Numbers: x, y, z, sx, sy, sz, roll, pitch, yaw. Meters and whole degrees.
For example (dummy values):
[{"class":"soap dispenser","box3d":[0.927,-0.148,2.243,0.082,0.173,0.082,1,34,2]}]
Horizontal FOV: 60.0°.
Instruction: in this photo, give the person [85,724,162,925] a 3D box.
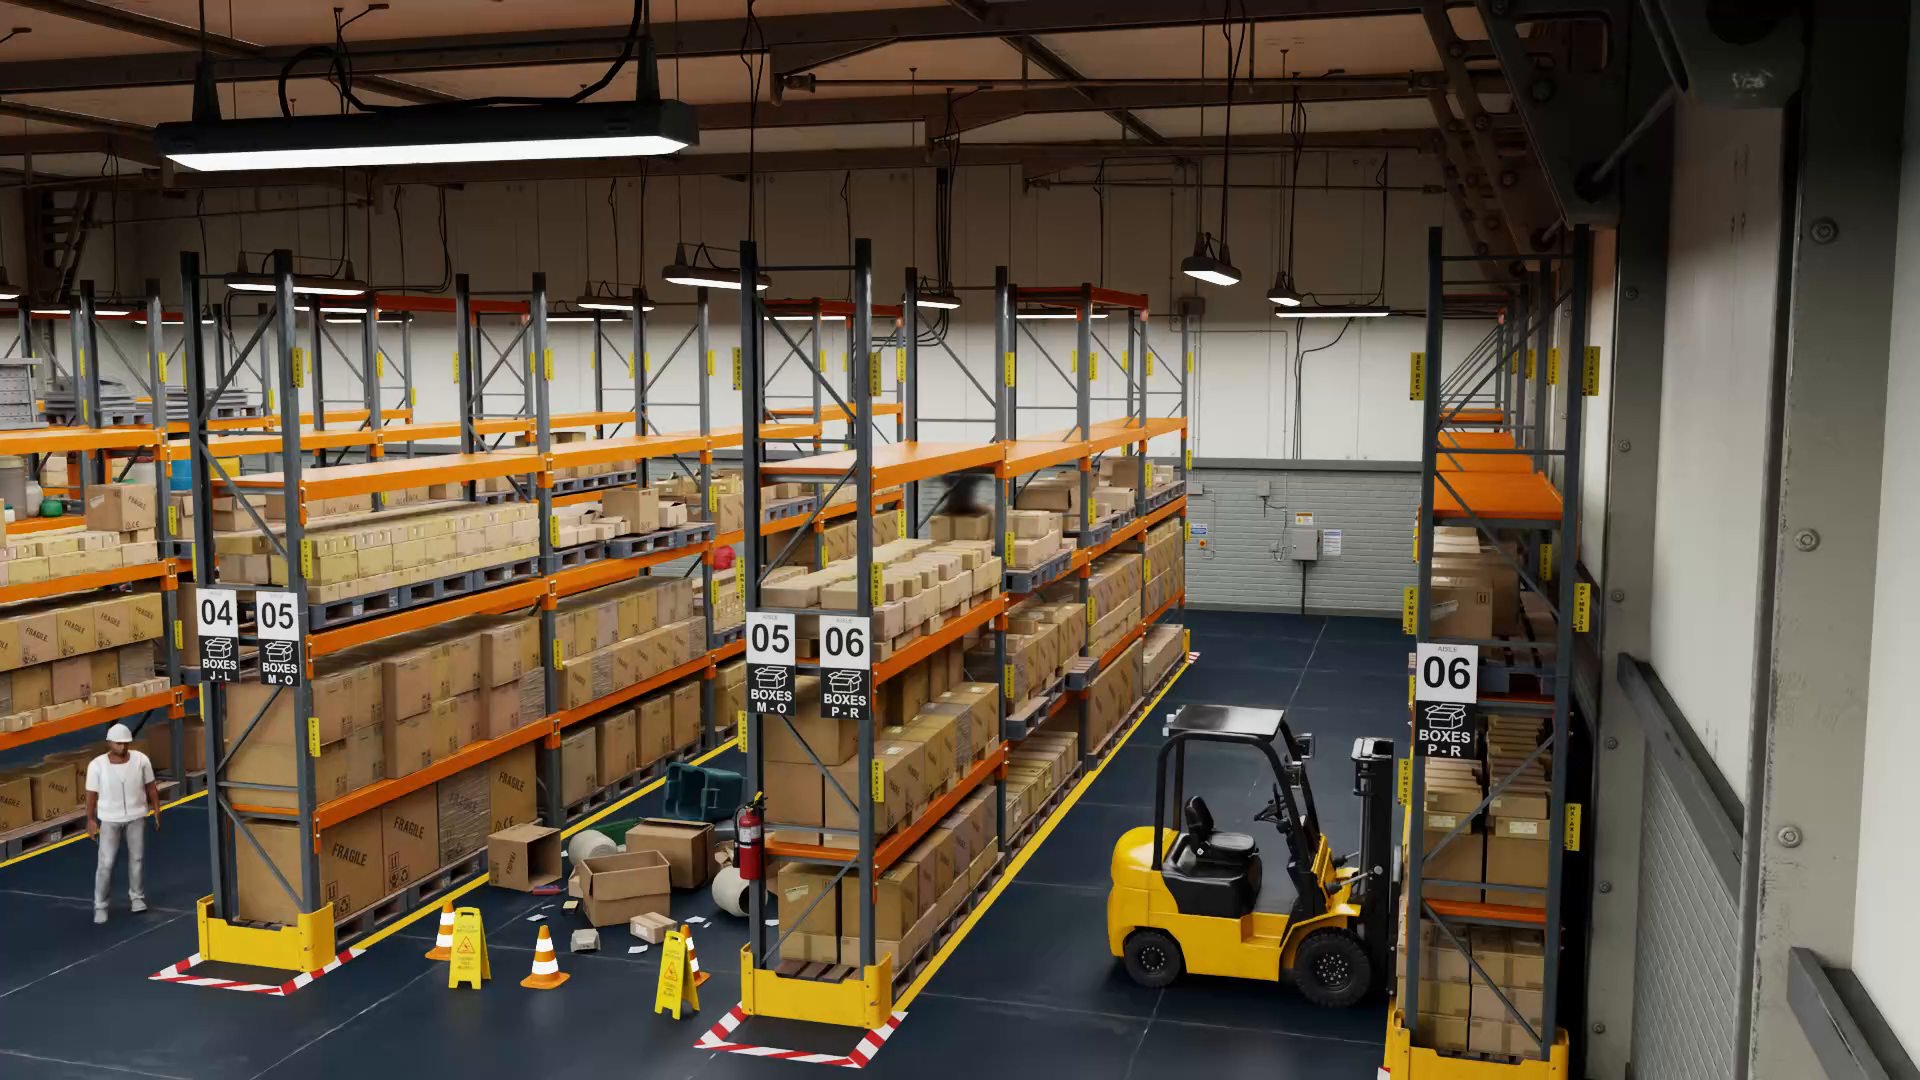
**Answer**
[{"class":"person","box3d":[-7.732,2.592,15.353,0.633,1.793,0.427,-5,8,-37]}]

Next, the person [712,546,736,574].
[{"class":"person","box3d":[-4.618,0.732,32.123,0.617,1.711,0.509,2,7,18]}]
